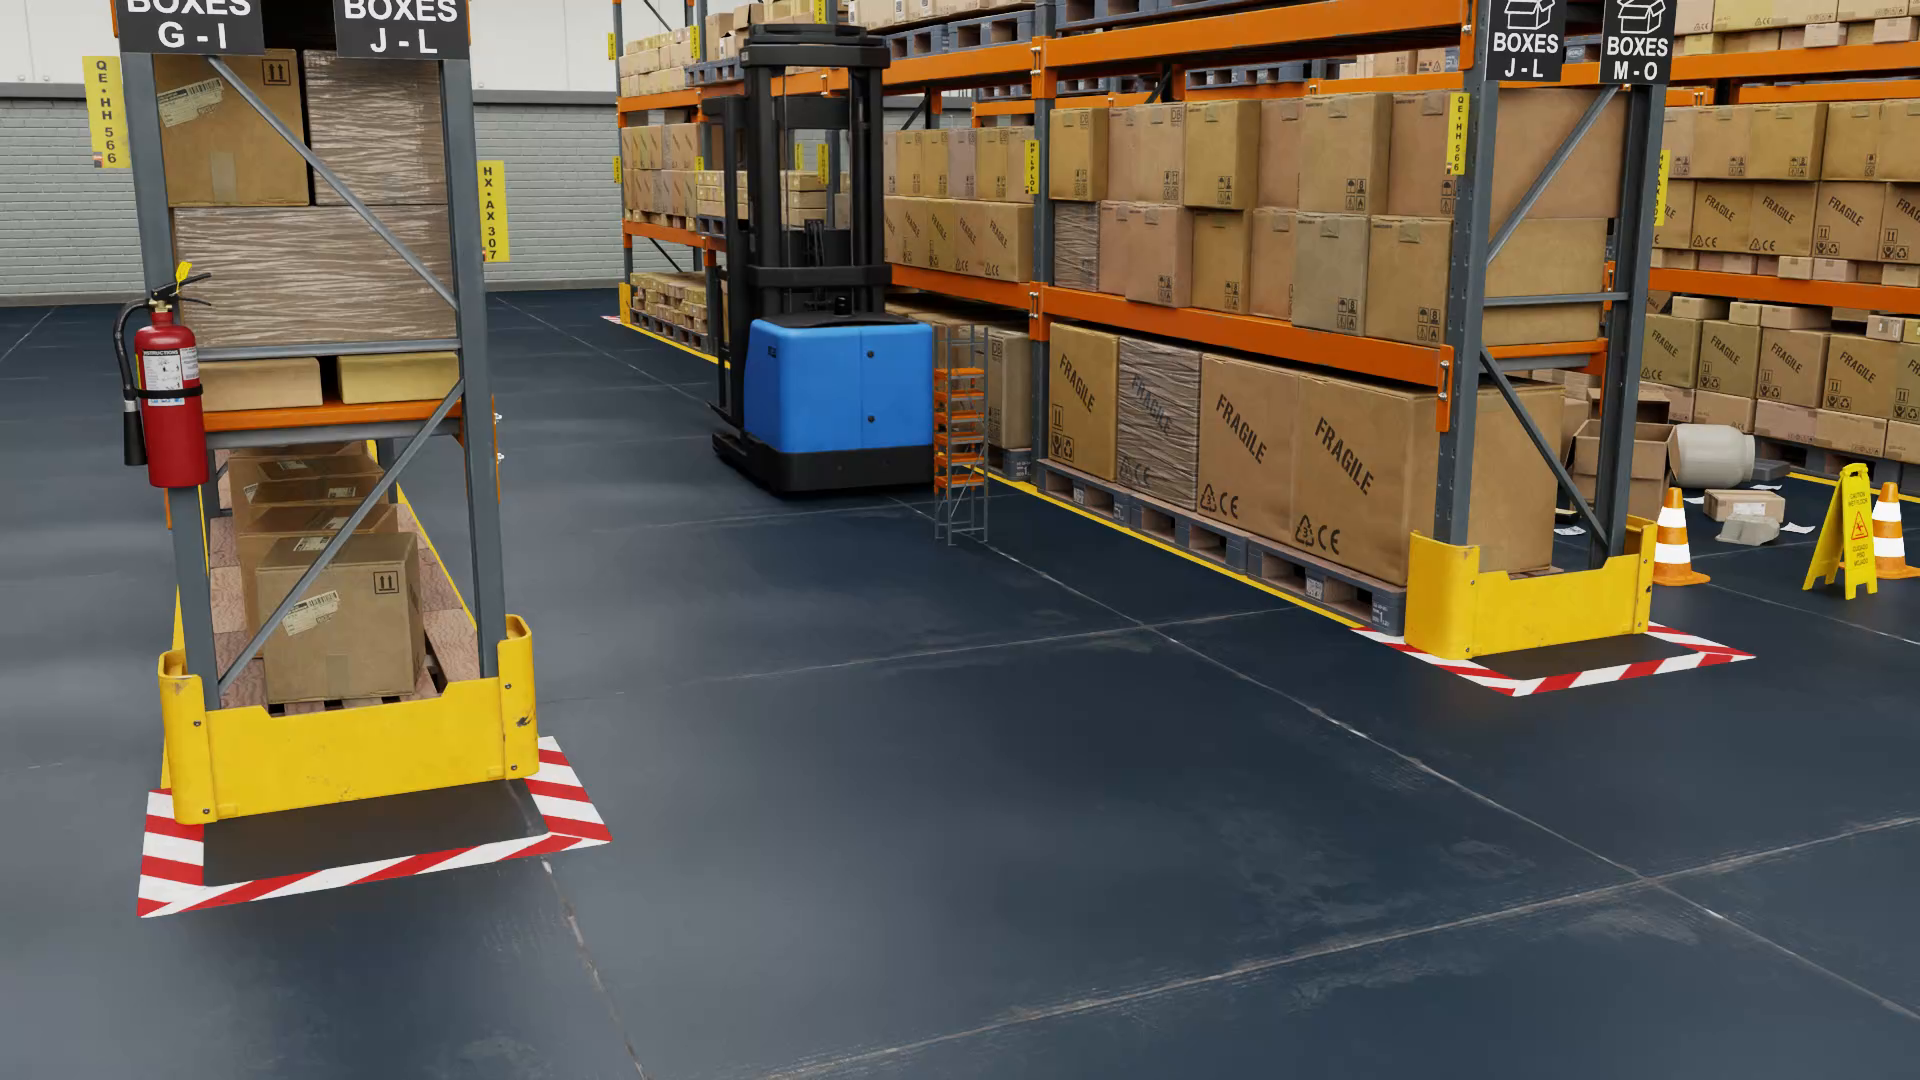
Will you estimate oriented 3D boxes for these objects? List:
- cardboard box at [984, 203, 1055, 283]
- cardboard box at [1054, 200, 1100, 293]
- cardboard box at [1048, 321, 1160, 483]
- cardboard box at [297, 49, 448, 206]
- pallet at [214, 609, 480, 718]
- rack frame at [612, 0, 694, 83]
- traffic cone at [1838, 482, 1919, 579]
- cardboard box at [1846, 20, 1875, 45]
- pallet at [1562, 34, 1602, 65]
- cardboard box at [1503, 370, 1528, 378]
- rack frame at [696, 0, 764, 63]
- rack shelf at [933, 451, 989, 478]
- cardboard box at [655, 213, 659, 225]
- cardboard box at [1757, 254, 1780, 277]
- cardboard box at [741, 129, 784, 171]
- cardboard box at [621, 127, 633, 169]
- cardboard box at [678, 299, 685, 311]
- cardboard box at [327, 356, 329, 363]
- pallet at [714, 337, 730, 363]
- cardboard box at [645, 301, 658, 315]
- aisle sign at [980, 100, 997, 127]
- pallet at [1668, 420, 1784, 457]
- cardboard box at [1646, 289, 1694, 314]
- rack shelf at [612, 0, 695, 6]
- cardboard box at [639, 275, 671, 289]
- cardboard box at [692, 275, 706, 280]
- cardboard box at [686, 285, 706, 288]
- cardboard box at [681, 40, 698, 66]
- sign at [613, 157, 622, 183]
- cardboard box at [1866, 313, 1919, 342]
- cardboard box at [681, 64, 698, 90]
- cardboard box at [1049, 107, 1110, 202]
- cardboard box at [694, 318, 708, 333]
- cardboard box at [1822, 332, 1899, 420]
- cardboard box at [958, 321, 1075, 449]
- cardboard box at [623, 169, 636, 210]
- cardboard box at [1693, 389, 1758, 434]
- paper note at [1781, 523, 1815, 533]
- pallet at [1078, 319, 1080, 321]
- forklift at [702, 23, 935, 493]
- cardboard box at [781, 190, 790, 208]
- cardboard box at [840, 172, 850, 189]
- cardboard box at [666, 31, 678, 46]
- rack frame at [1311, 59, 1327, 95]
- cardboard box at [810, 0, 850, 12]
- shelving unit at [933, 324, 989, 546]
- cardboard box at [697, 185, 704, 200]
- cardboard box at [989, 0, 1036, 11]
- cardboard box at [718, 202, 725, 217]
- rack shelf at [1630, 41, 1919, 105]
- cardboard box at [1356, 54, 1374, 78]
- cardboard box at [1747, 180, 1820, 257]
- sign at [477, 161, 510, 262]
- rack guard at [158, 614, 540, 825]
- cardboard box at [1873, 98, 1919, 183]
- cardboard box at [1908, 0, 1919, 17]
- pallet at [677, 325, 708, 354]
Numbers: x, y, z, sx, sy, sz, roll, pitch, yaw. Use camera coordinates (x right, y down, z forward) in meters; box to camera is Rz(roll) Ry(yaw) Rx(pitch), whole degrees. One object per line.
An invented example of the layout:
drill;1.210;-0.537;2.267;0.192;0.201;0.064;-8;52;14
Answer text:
cardboard box;0.493;-1.993;11.107;0.500;0.500;0.500;-6;14;-23
cardboard box;1.106;-1.858;10.415;0.875;0.550;0.550;-6;14;-23
cardboard box;1.135;-0.894;10.360;0.875;0.875;0.875;-5;14;-22
cardboard box;-2.007;-1.426;5.780;0.500;0.500;0.500;-6;14;-23
pallet;-2.359;0.565;6.461;1.003;0.211;1.213;-6;14;-23
rack frame;-3.860;-7.263;20.792;1.000;3.000;0.127;-6;14;-23
traffic cone;4.809;-0.068;8.637;0.336;0.463;0.334;-6;14;-23
cardboard box;5.960;-3.262;10.715;0.380;0.149;0.250;-6;14;-23
pallet;5.292;-3.836;13.054;1.213;0.211;1.003;-6;14;-23
cardboard box;3.823;-1.313;12.253;0.500;0.500;0.500;-6;14;-23
rack frame;-2.258;-6.436;17.221;1.000;3.000;0.127;-6;14;-23
rack shelf;0.006;-0.421;9.259;0.258;0.103;0.180;-6;14;-23
cardboard box;-3.443;-3.859;19.947;0.380;0.149;0.250;-6;14;-24
cardboard box;5.760;-1.906;11.510;0.380;0.149;0.250;-6;14;-23
cardboard box;-2.215;-4.309;18.238;0.500;0.500;0.500;-5;14;-22
cardboard box;-3.923;-4.904;20.806;0.500;0.500;0.500;-6;14;-23
cardboard box;-3.049;-2.730;19.246;0.380;0.149;0.250;-5;14;-22
cardboard box;-2.313;-0.774;6.617;0.380;0.149;0.250;-6;14;-23
pallet;-1.944;-1.994;17.518;1.003;0.211;1.213;-6;14;-23
cardboard box;-3.656;-2.858;20.458;0.380;0.149;0.250;-5;14;-22
aisle sign;0.341;-6.063;23.148;0.394;0.787;0.004;-6;14;-23
pallet;5.743;-0.834;12.507;1.003;0.211;1.213;-6;14;-23
cardboard box;8.020;-2.659;18.818;0.500;0.500;0.500;-5;14;-21
rack shelf;-3.059;-6.497;19.088;1.077;0.370;4.000;-6;14;-23
cardboard box;-3.757;-3.197;20.601;0.380;0.149;0.250;-6;14;-23
cardboard box;-3.102;-3.200;20.618;0.380;0.149;0.250;-6;14;-25
cardboard box;-2.916;-2.830;19.015;0.380;0.149;0.250;-5;14;-21
cardboard box;-2.676;-5.218;17.833;0.500;0.250;0.500;-6;14;-26
sign;-4.357;-4.712;21.159;0.100;0.325;0.005;-6;14;-23
cardboard box;6.074;-1.367;10.689;0.380;0.149;0.250;-5;14;-21
cardboard box;-2.702;-4.979;17.909;0.500;0.250;0.500;-5;14;-22
cardboard box;1.063;-2.380;10.275;0.875;0.550;0.550;-6;14;-23
cardboard box;-2.727;-2.379;18.389;0.380;0.149;0.250;-5;14;-22
cardboard box;6.077;-1.087;10.917;0.500;0.500;0.500;-6;14;-24
cardboard box;0.616;-1.089;11.482;1.050;0.750;0.750;-6;14;-23
cardboard box;-3.933;-4.416;20.915;0.500;0.500;0.500;-5;14;-20
cardboard box;5.655;-0.938;11.937;0.500;0.250;0.500;-5;14;-20
paper note;4.842;-0.071;9.609;0.148;0.019;0.142;-12;18;-42
pallet;2.004;-2.787;20.943;1.003;0.211;1.213;-6;14;-23
forklift;-1.139;-2.014;11.571;1.130;2.935;3.031;-5;14;-20
cardboard box;-1.379;-3.030;14.775;0.380;0.149;0.250;-5;14;-21
cardboard box;-0.973;-3.333;15.425;0.380;0.149;0.250;-6;14;-25
cardboard box;-3.059;-5.594;18.575;0.380;0.149;0.250;-6;14;-25
rack frame;3.840;-3.155;16.349;1.000;3.000;0.127;-6;14;-23
cardboard box;-1.055;-4.630;14.151;0.396;0.266;0.258;-6;14;-23
shelving unit;0.006;-0.582;9.222;0.258;1.200;0.189;-6;14;-23
cardboard box;-2.521;-3.618;17.314;0.380;0.149;0.250;-5;14;-22
cardboard box;0.517;-3.634;10.945;0.500;0.250;0.500;-5;14;-22
cardboard box;-2.209;-3.312;16.653;0.380;0.149;0.250;-5;14;-22
rack shelf;6.243;-3.026;10.736;1.077;0.370;4.000;-6;14;-23
cardboard box;3.912;-4.418;15.451;0.396;0.266;0.258;-6;14;-23
cardboard box;5.774;-2.200;11.340;0.500;0.500;0.500;-6;14;-23
sign;-1.539;-1.078;5.455;0.100;0.325;0.005;-6;14;-23
rack guard;-2.066;0.595;5.690;1.175;0.500;0.348;-6;14;-23
cardboard box;6.145;-2.470;10.291;0.700;0.500;0.500;-6;14;-24
cardboard box;6.180;-3.328;10.115;0.500;0.250;0.500;-5;14;-21
pallet;-2.559;-2.290;18.798;1.003;0.211;1.213;-6;14;-23
